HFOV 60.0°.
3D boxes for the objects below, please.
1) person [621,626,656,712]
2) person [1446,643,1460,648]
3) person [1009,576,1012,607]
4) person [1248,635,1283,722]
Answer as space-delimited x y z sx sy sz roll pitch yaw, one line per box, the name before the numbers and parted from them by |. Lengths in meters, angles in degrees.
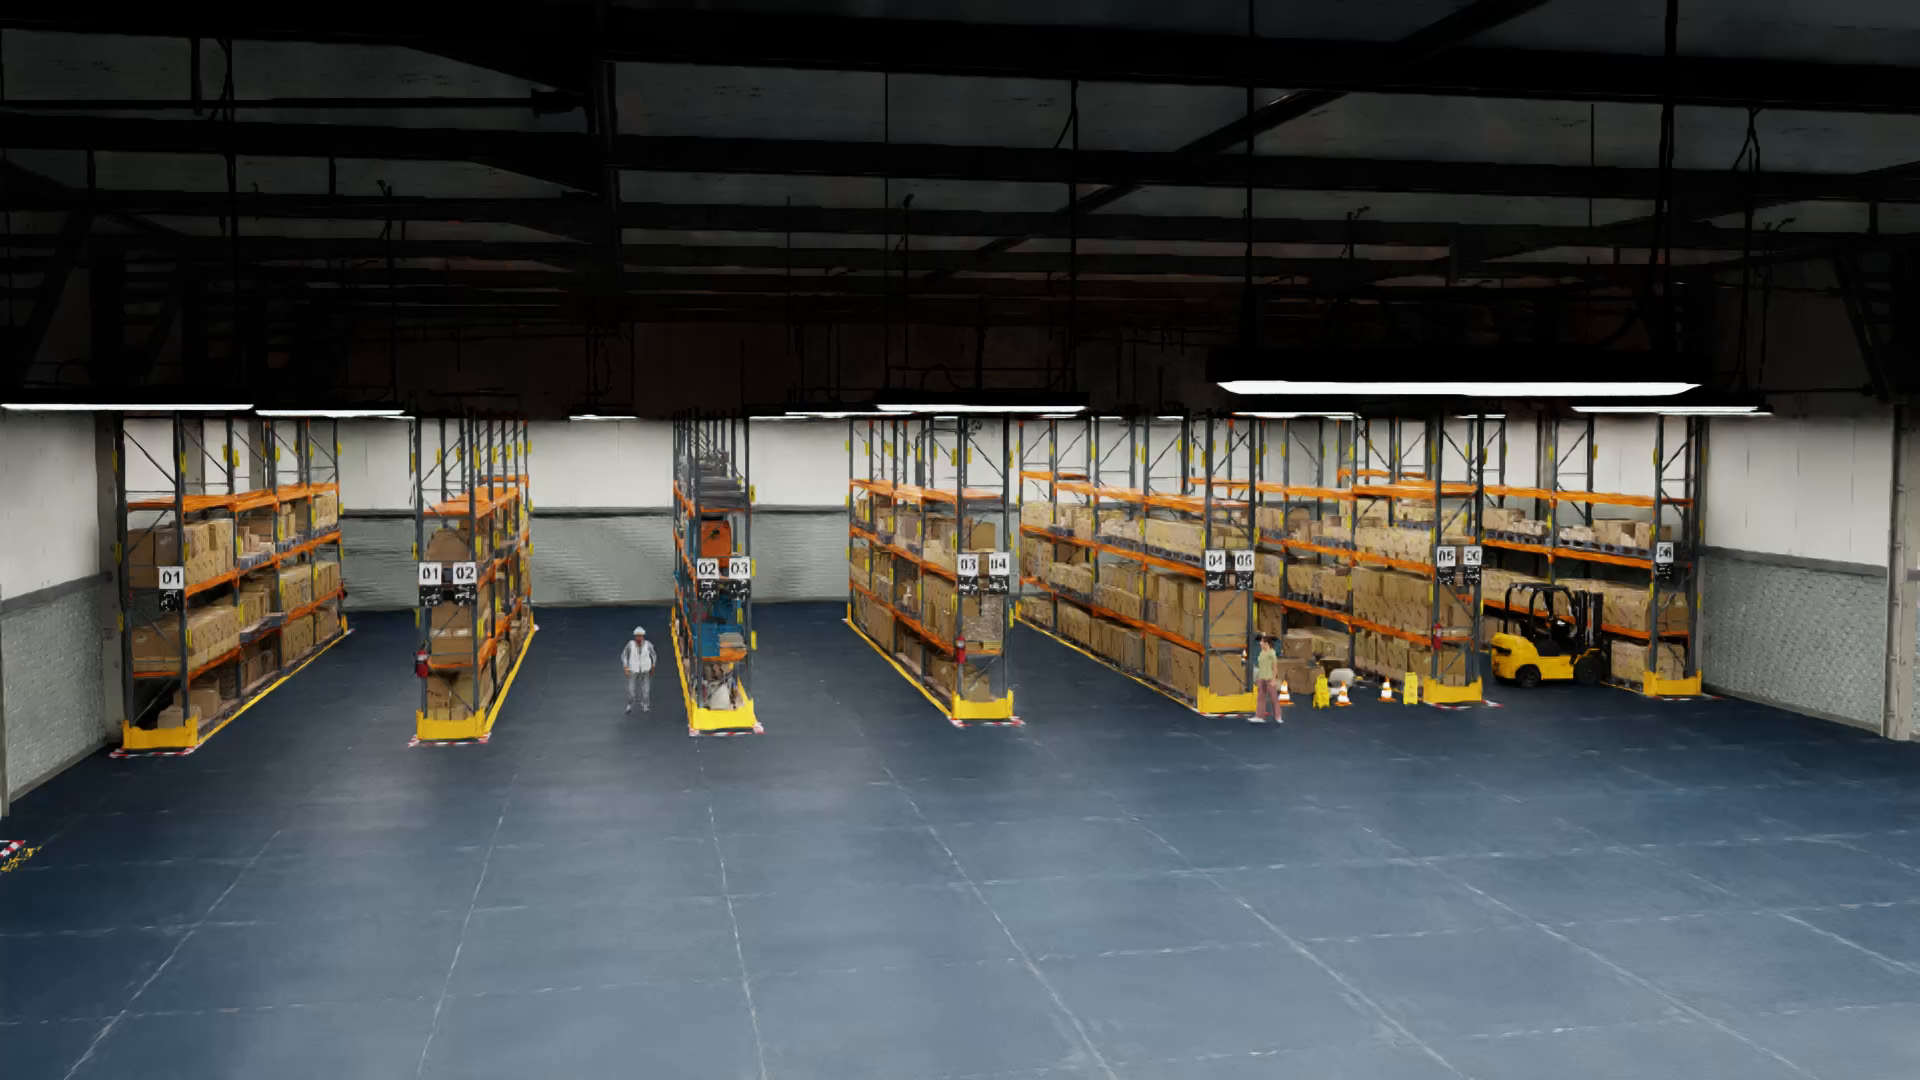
person | -6.312 2.542 32.720 0.677 1.726 0.574 -1 4 -13
person | 11.075 2.189 37.678 0.615 1.672 0.678 2 4 21
person | 1.318 1.337 50.840 0.459 1.530 0.875 1 4 11
person | 5.869 2.639 31.663 0.539 1.672 0.580 -2 5 -29
